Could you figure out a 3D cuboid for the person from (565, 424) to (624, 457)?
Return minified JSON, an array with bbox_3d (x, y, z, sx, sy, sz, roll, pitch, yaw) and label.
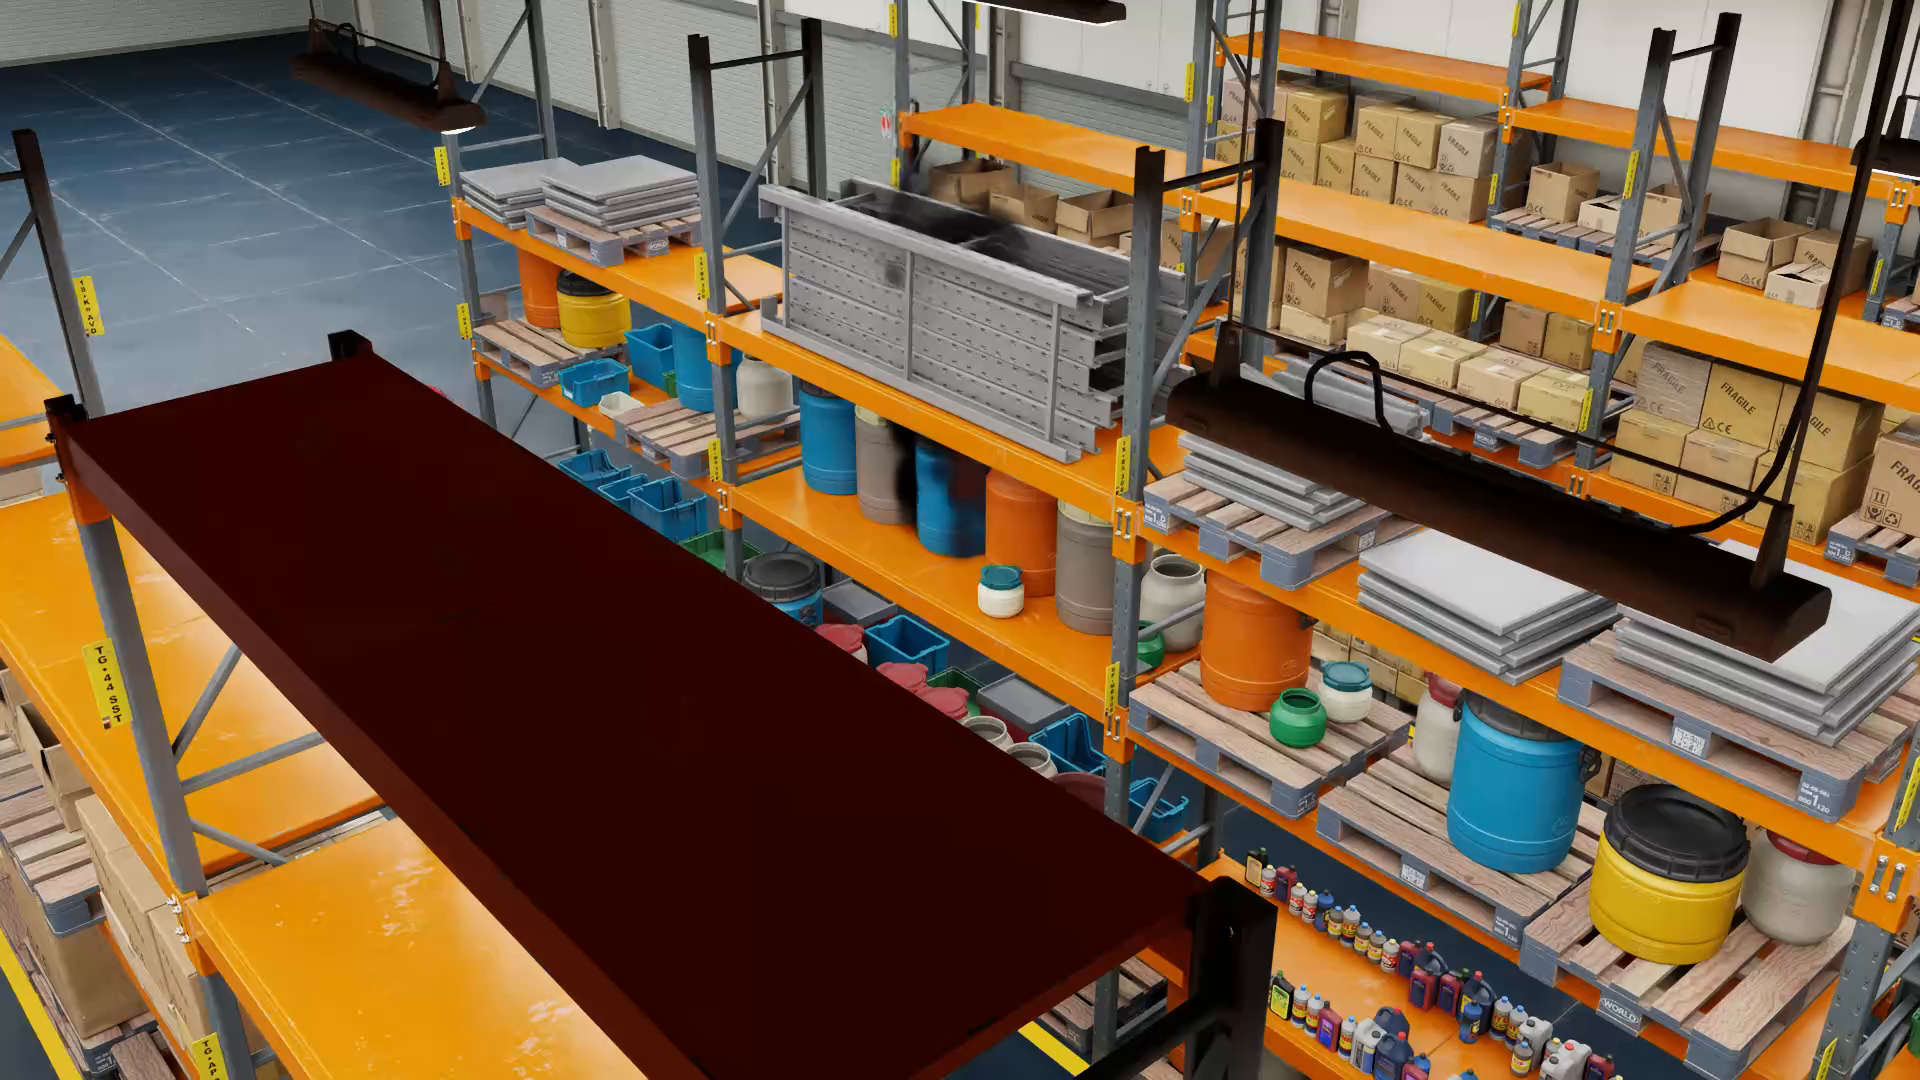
[{"bbox_3d":[-4.207,-1.824,19.208,0.878,1.810,0.681,-8,28,-15],"label":"person"}]
